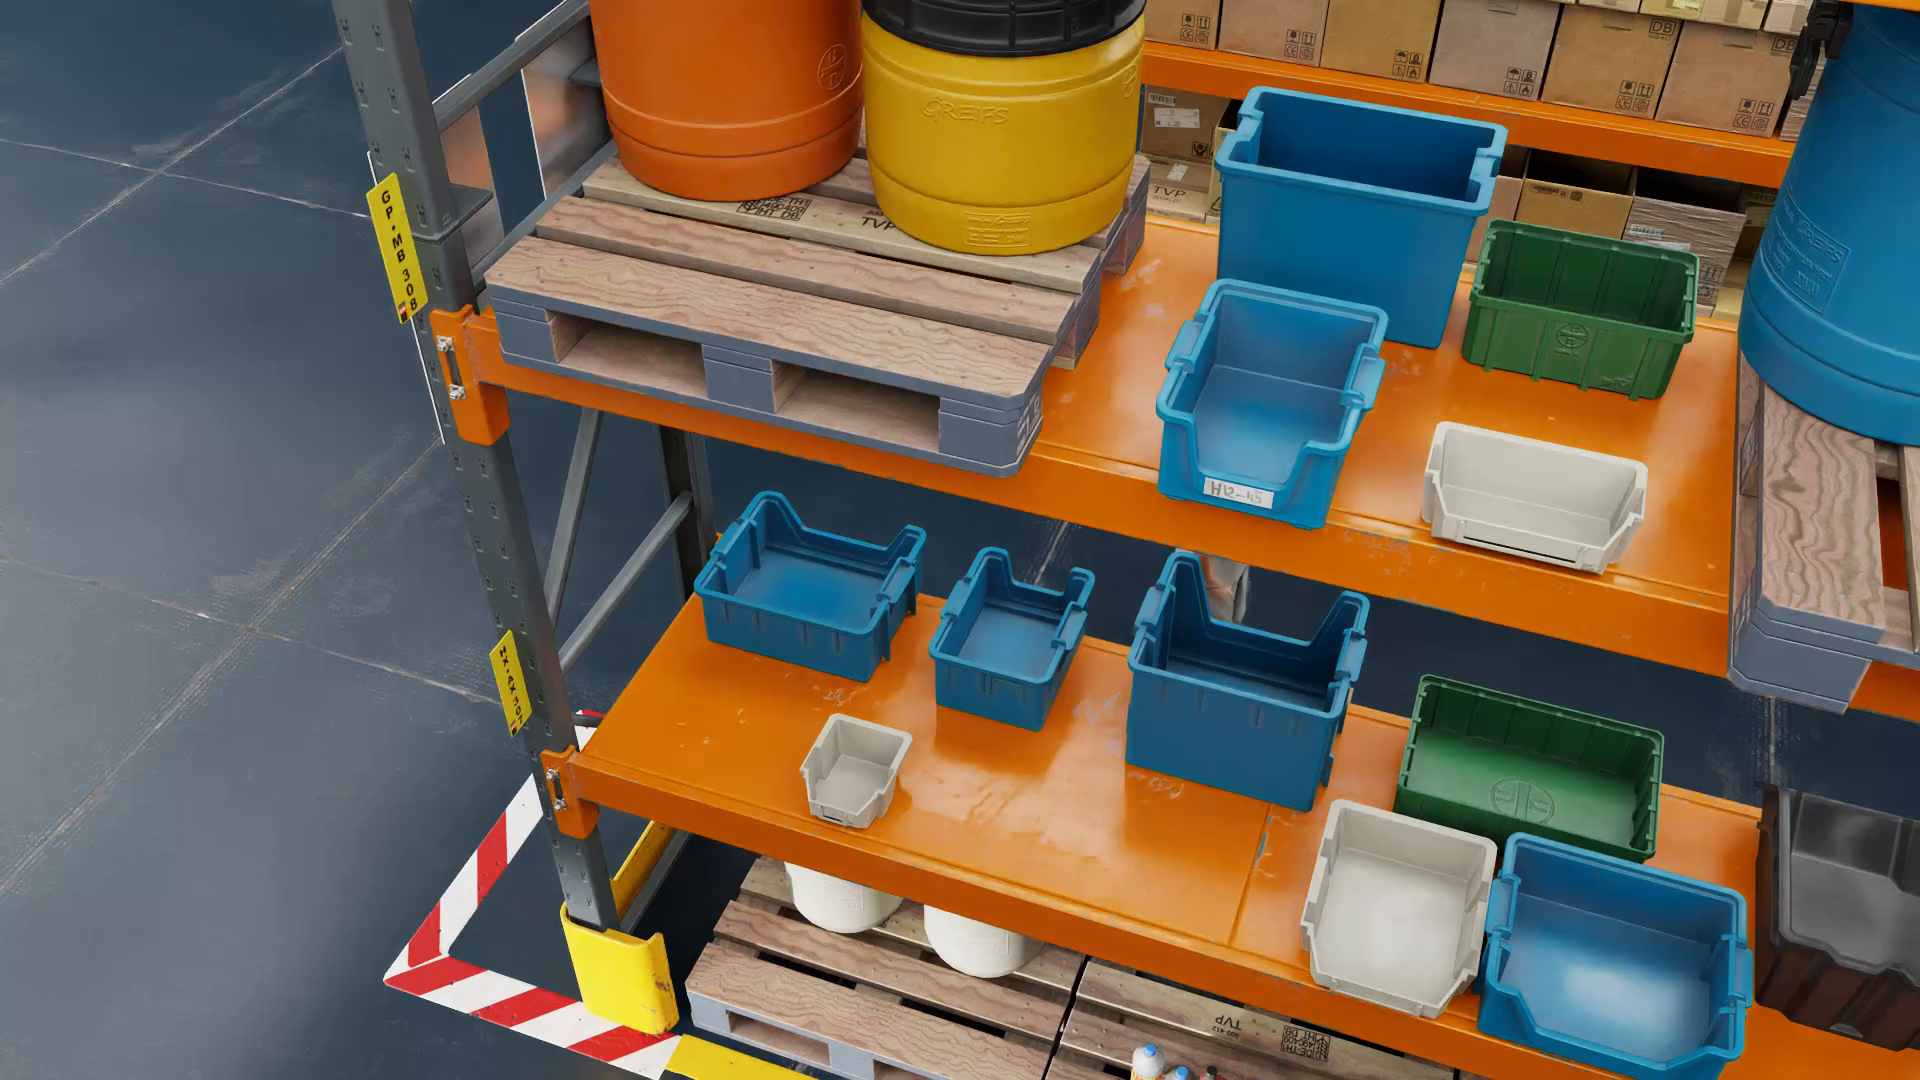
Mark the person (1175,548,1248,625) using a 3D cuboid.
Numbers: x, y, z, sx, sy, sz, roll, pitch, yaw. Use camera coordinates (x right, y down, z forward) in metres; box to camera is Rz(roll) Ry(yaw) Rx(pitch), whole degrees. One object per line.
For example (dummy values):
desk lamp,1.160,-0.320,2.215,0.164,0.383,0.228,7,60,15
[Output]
person,0.918,0.071,6.109,0.373,1.686,0.438,15,44,16
